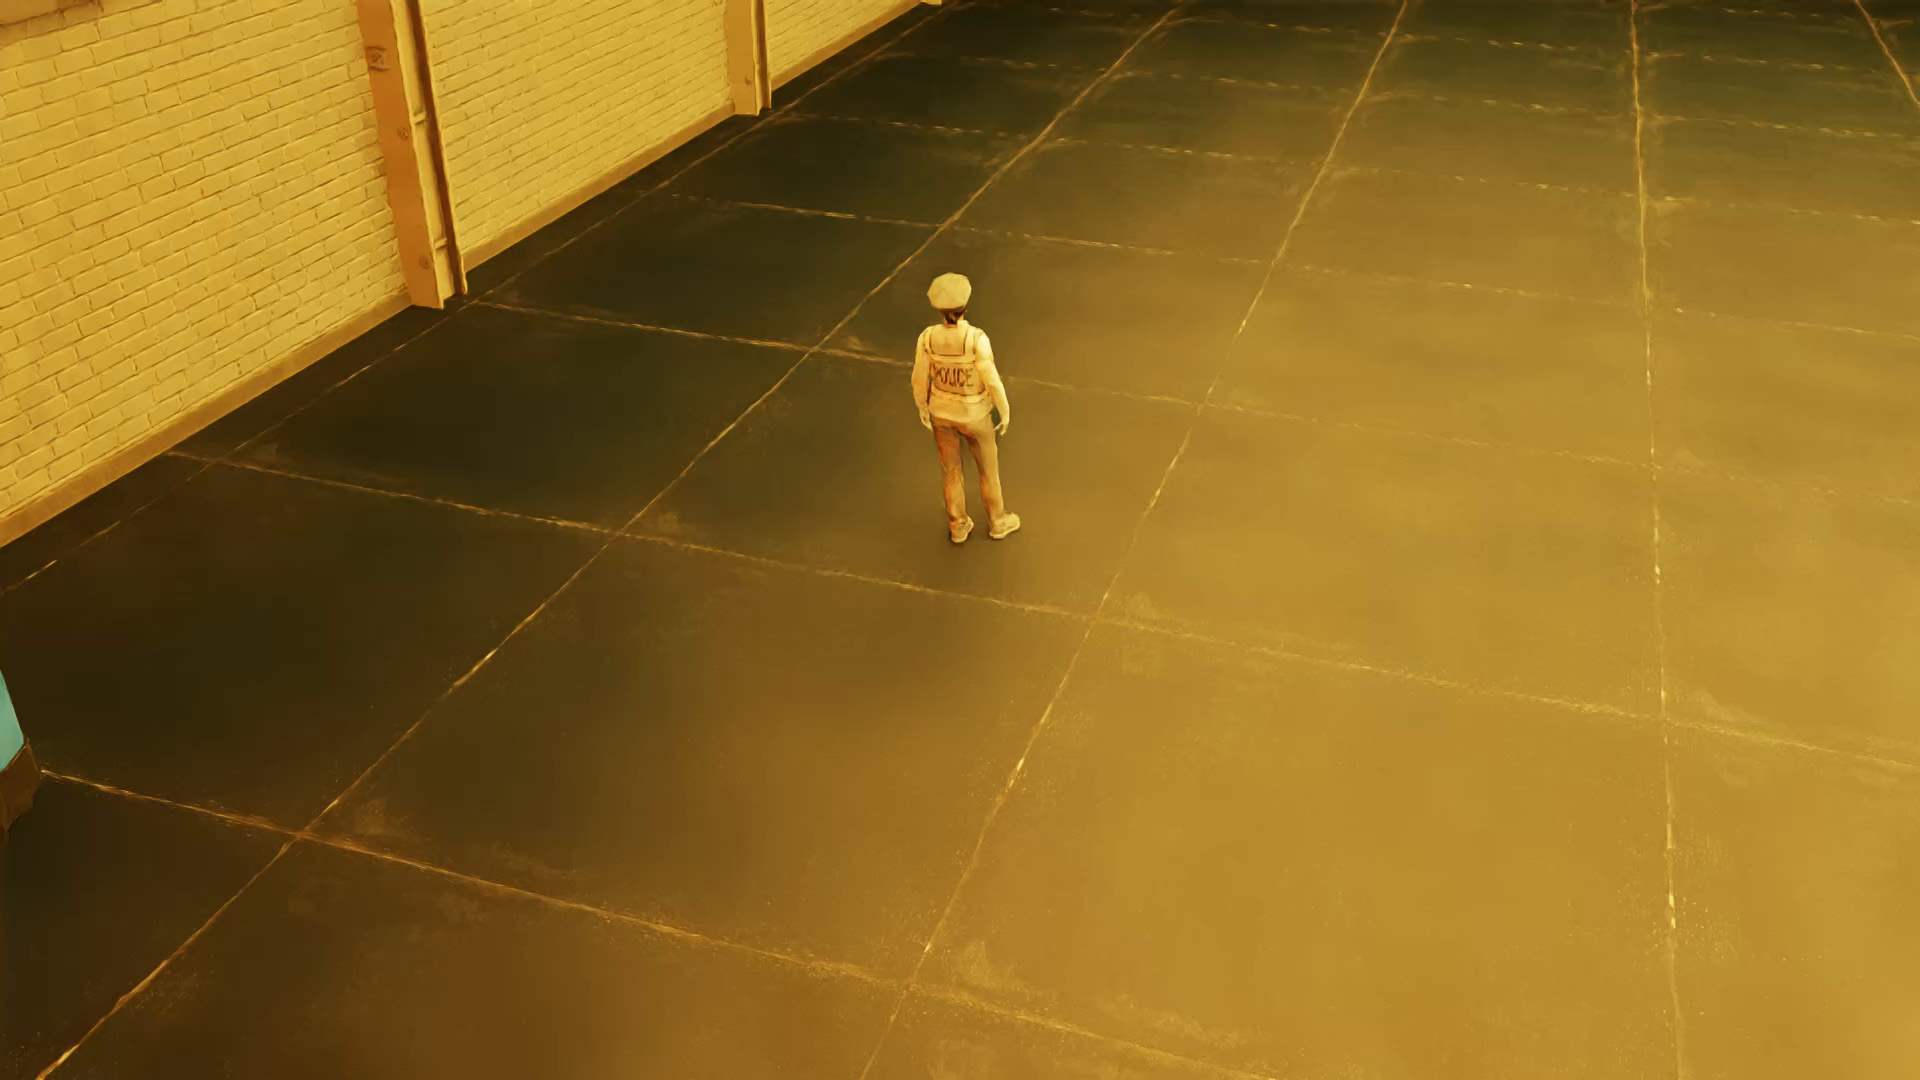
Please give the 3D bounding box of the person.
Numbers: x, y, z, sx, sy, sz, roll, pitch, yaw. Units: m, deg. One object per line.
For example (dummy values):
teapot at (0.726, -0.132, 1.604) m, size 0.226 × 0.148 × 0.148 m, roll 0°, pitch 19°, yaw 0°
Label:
person at (0.029, -0.773, 9.727) m, size 0.586 × 1.695 × 0.533 m, roll 10°, pitch 31°, yaw 16°

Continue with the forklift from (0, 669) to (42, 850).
forklift at (-4.870, 0.659, 5.980) m, size 1.130 × 2.935 × 3.031 m, roll -1°, pitch 30°, yaw -1°
